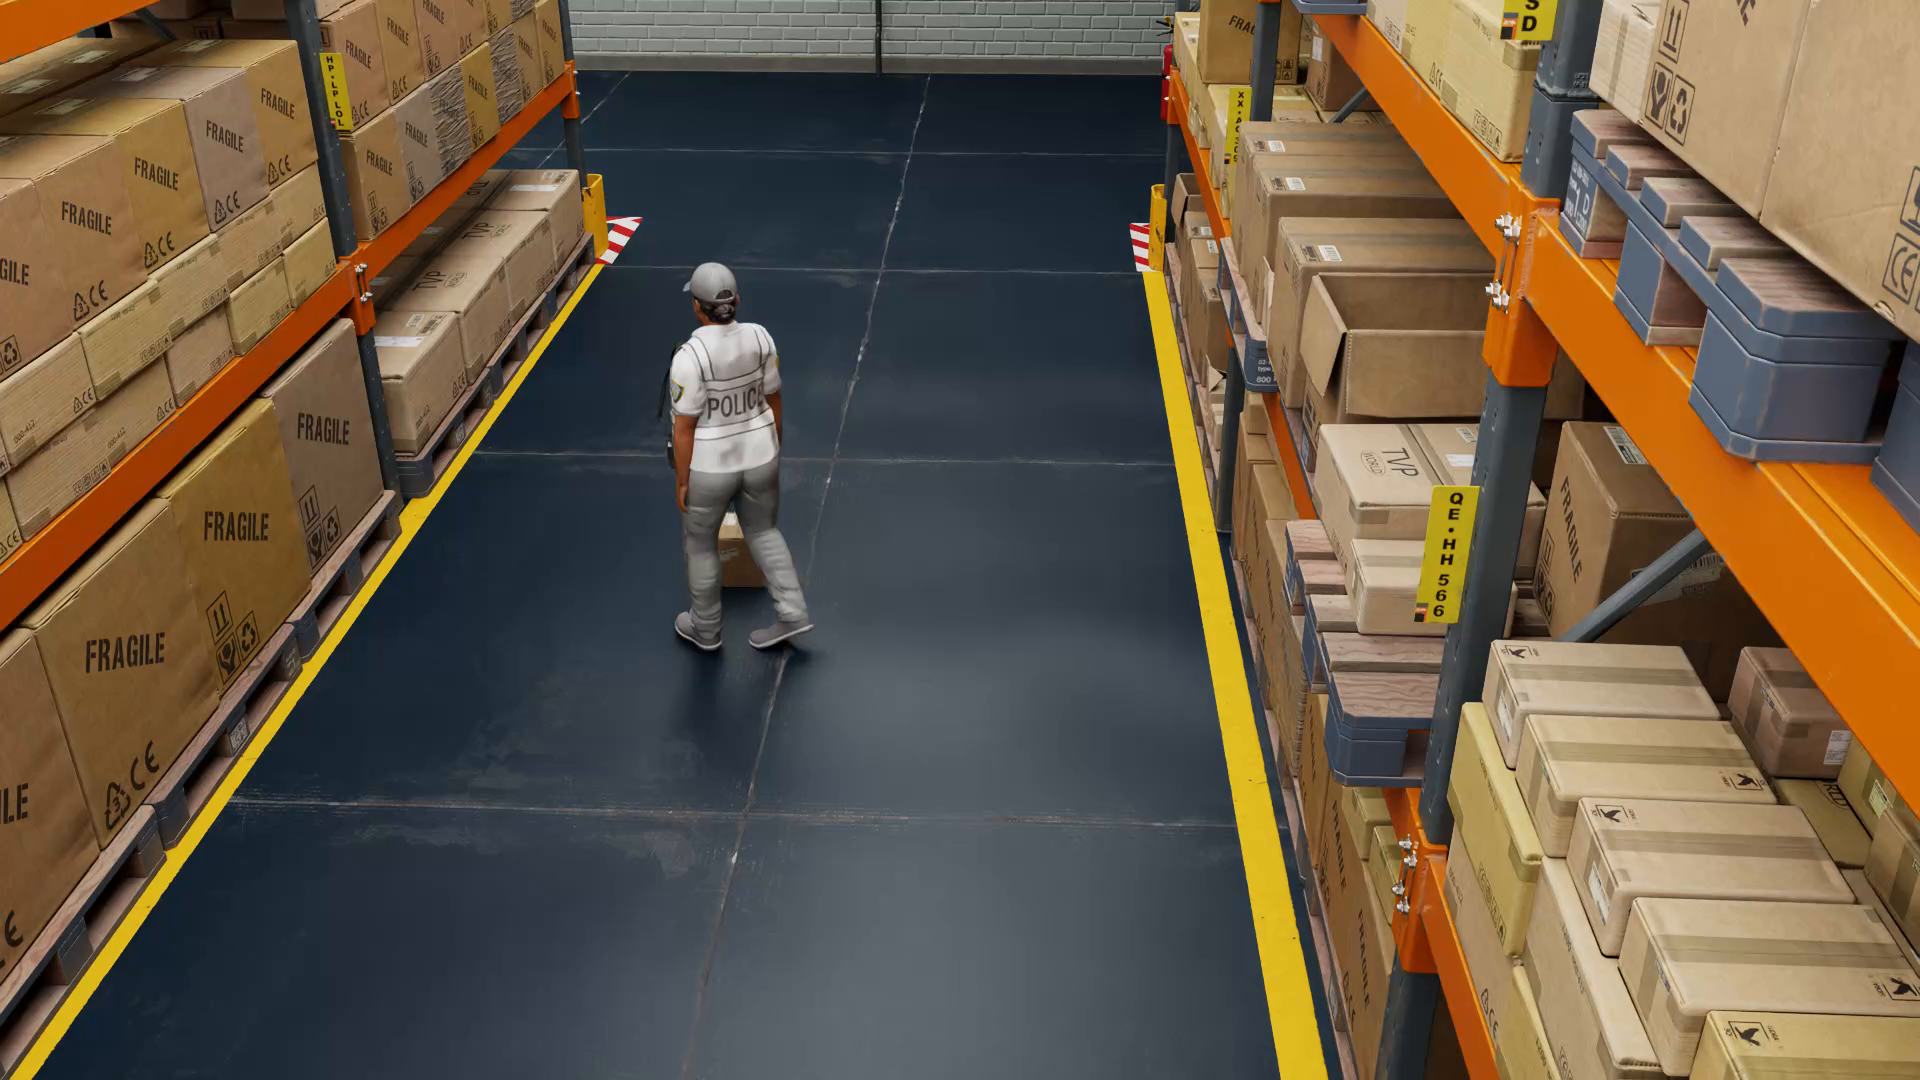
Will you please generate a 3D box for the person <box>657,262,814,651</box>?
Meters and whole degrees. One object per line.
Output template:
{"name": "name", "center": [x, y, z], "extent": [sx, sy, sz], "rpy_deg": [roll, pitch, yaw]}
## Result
{"name": "person", "center": [-0.937, -0.308, 6.686], "extent": [0.497, 1.674, 0.542], "rpy_deg": [-20, 34, -33]}
